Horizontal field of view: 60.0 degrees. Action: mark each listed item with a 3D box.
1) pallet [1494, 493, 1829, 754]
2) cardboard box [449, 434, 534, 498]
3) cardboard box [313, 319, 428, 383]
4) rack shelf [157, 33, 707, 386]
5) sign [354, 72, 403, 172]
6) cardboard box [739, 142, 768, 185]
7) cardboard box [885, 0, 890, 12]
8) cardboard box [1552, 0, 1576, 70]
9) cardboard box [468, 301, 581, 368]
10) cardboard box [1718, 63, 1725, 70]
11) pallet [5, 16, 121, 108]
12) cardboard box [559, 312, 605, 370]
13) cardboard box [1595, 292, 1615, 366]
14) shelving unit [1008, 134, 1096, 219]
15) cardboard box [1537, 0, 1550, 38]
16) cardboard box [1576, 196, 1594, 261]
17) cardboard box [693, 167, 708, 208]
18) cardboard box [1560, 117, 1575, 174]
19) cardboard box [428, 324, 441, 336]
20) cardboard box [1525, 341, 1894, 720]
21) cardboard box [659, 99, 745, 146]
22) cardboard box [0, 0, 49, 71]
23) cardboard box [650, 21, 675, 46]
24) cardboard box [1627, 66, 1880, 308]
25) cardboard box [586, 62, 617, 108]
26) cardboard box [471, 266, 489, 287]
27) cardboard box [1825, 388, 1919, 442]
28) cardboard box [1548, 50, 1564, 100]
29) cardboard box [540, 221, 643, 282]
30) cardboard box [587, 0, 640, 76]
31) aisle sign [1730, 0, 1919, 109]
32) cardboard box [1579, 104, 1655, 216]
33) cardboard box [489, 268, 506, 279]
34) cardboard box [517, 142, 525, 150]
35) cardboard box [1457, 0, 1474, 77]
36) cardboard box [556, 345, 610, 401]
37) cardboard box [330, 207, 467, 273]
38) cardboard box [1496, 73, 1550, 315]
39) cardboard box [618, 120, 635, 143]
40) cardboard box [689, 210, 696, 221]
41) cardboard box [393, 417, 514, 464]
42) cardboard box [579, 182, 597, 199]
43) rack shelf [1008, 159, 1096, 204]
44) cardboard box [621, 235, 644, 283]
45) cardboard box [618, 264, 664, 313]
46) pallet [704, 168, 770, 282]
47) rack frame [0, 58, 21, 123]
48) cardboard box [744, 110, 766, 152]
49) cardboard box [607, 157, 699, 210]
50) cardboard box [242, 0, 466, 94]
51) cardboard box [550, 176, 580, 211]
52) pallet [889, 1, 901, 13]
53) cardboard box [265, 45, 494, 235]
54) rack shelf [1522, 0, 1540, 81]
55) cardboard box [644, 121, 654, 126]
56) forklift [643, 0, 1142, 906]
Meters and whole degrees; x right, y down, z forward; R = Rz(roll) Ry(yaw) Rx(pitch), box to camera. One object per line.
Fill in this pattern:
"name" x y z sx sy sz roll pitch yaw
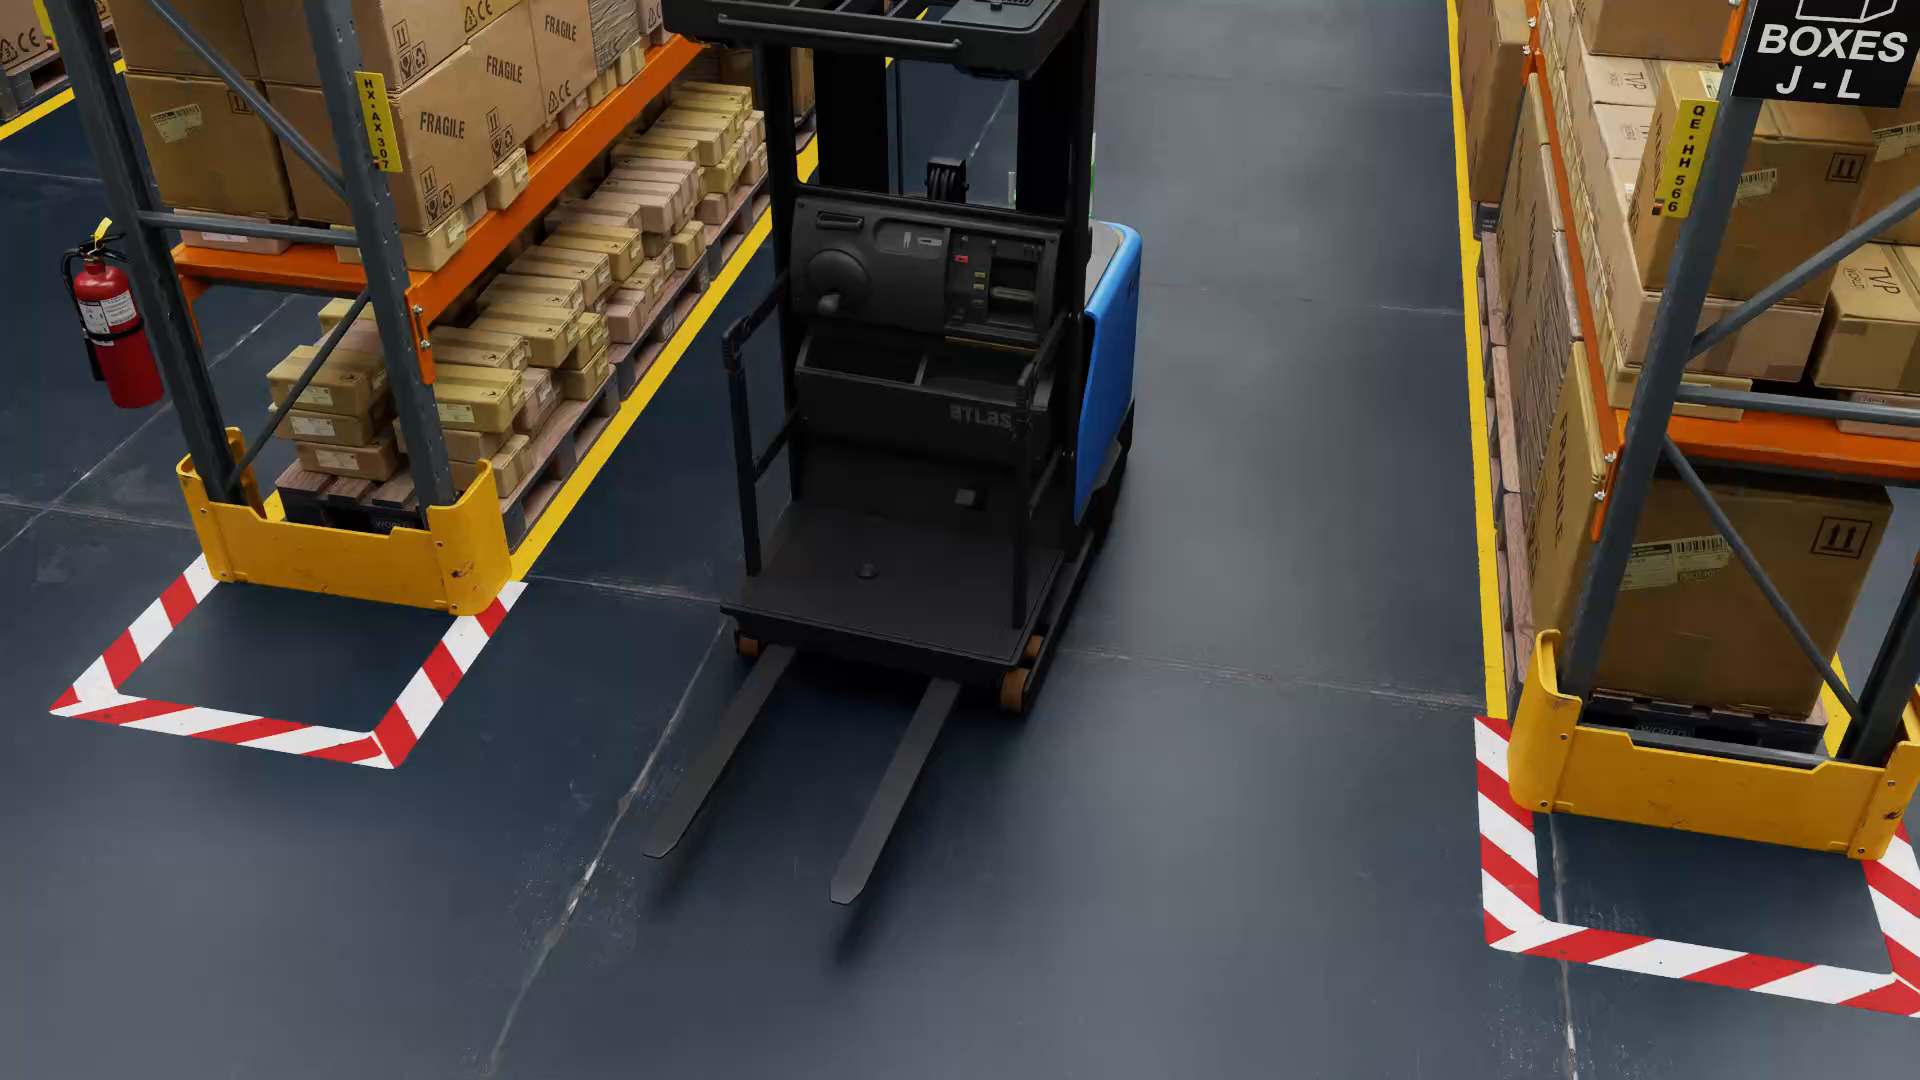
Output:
"pallet" 2.538 0.297 6.160 1.003 0.211 1.213 7 37 10
"cardboard box" -1.956 -0.319 6.706 0.380 0.149 0.250 8 37 11
"cardboard box" -2.405 -0.772 6.824 0.380 0.149 0.250 8 37 11
"rack shelf" -1.953 -1.899 7.427 1.077 0.370 4.000 7 37 10
"sign" -1.850 -1.326 5.286 0.100 0.325 0.005 7 37 10
"cardboard box" -1.277 -2.085 9.142 0.380 0.149 0.250 8 37 11
"cardboard box" -0.768 -3.775 11.175 0.500 0.500 0.500 6 36 8
"cardboard box" 2.831 -2.196 7.098 0.500 0.250 0.500 7 37 10
"cardboard box" -1.816 -0.859 6.944 0.380 0.149 0.250 7 37 10
"cardboard box" 3.243 -1.841 6.609 0.500 0.250 0.500 8 37 11
"pallet" -6.292 -3.222 11.016 1.003 0.211 1.213 7 37 10
"cardboard box" -1.777 -0.883 7.230 0.380 0.149 0.250 8 37 11
"cardboard box" 2.252 -0.657 5.314 0.380 0.149 0.250 8 37 10
"shelving unit" 0.390 -1.128 7.284 0.258 1.200 0.503 11 37 14
"cardboard box" 2.910 -2.427 7.757 0.380 0.149 0.250 7 37 10
"cardboard box" 2.415 -1.093 5.916 0.380 0.149 0.250 7 36 9
"cardboard box" -1.518 -1.808 8.507 0.380 0.149 0.250 8 37 10
"cardboard box" 2.578 -1.534 6.524 0.380 0.149 0.250 6 36 9
"cardboard box" -2.437 -0.816 7.138 0.380 0.149 0.250 6 36 8
"cardboard box" 2.502 -0.050 5.716 0.875 0.875 0.875 7 37 10
"cardboard box" -1.363 -2.205 8.801 0.380 0.149 0.250 8 37 11
"cardboard box" -6.329 -3.574 10.578 0.875 0.875 0.875 8 37 11
"cardboard box" -1.530 -2.431 7.762 0.380 0.149 0.250 6 36 8
"cardboard box" 2.291 -1.039 4.863 0.500 0.500 0.500 8 37 11
"cardboard box" -1.708 -1.987 7.150 0.380 0.149 0.250 9 37 12
"cardboard box" -2.354 -1.238 7.467 0.380 0.149 0.250 9 37 12
"cardboard box" 2.842 -0.424 4.993 0.380 0.149 0.250 8 37 10
"cardboard box" 2.744 -1.975 7.133 0.380 0.149 0.250 6 36 9
"cardboard box" -1.675 -1.315 7.573 0.380 0.149 0.250 8 37 11
"cardboard box" -1.705 -2.309 7.042 0.500 0.500 0.500 6 36 9
"aisle sign" 2.135 -1.413 3.928 0.394 0.787 0.004 7 37 10
"cardboard box" 2.505 -1.317 5.886 0.500 0.250 0.500 6 36 8
"cardboard box" -2.266 -1.259 7.749 0.380 0.149 0.250 9 37 12
"cardboard box" -1.946 -1.551 6.548 0.380 0.149 0.250 9 37 12
"cardboard box" 3.787 -3.357 10.278 1.225 0.875 0.875 7 37 10
"cardboard box" -1.772 -0.756 7.308 0.380 0.149 0.250 8 37 11
"cardboard box" -1.991 -1.086 5.907 0.380 0.149 0.250 7 37 10
"cardboard box" 3.079 -1.598 7.852 0.875 0.875 0.875 7 37 10
"cardboard box" -1.925 -2.120 8.684 0.380 0.149 0.250 7 36 9
"cardboard box" -1.582 -1.651 8.543 0.380 0.149 0.250 6 36 9
"cardboard box" -2.018 -0.448 6.630 0.380 0.149 0.250 9 37 12
"cardboard box" -2.041 -1.695 8.351 0.380 0.149 0.250 9 37 12
"rack shelf" 0.390 -1.465 7.040 0.258 0.148 0.480 11 37 14
"cardboard box" -1.729 -1.361 7.890 0.380 0.149 0.250 9 37 12
"cardboard box" -1.638 -1.208 7.932 0.380 0.149 0.250 7 37 10
"pallet" -1.635 -1.818 9.079 1.003 0.211 1.213 7 37 10
"rack frame" -6.383 -3.899 9.574 1.000 3.000 0.127 7 37 10
"cardboard box" -1.283 -2.252 9.120 0.380 0.149 0.250 8 37 11
"cardboard box" -1.509 -1.756 8.181 0.380 0.149 0.250 6 36 8
"cardboard box" -2.025 -1.833 5.533 0.500 0.500 0.500 7 37 10
"cardboard box" -2.070 -1.665 8.056 0.380 0.149 0.250 6 36 8
"pallet" -0.840 -4.053 12.162 1.003 0.211 1.213 7 37 10
"cardboard box" -2.015 -1.427 5.824 0.500 0.500 0.500 9 37 12
"rack shelf" 3.725 -3.512 9.653 1.077 0.370 4.000 7 37 10
"cardboard box" -1.916 -2.305 9.192 0.380 0.149 0.250 9 37 12
"forklift" -0.189 -0.839 5.410 1.130 2.935 3.031 11 37 14
